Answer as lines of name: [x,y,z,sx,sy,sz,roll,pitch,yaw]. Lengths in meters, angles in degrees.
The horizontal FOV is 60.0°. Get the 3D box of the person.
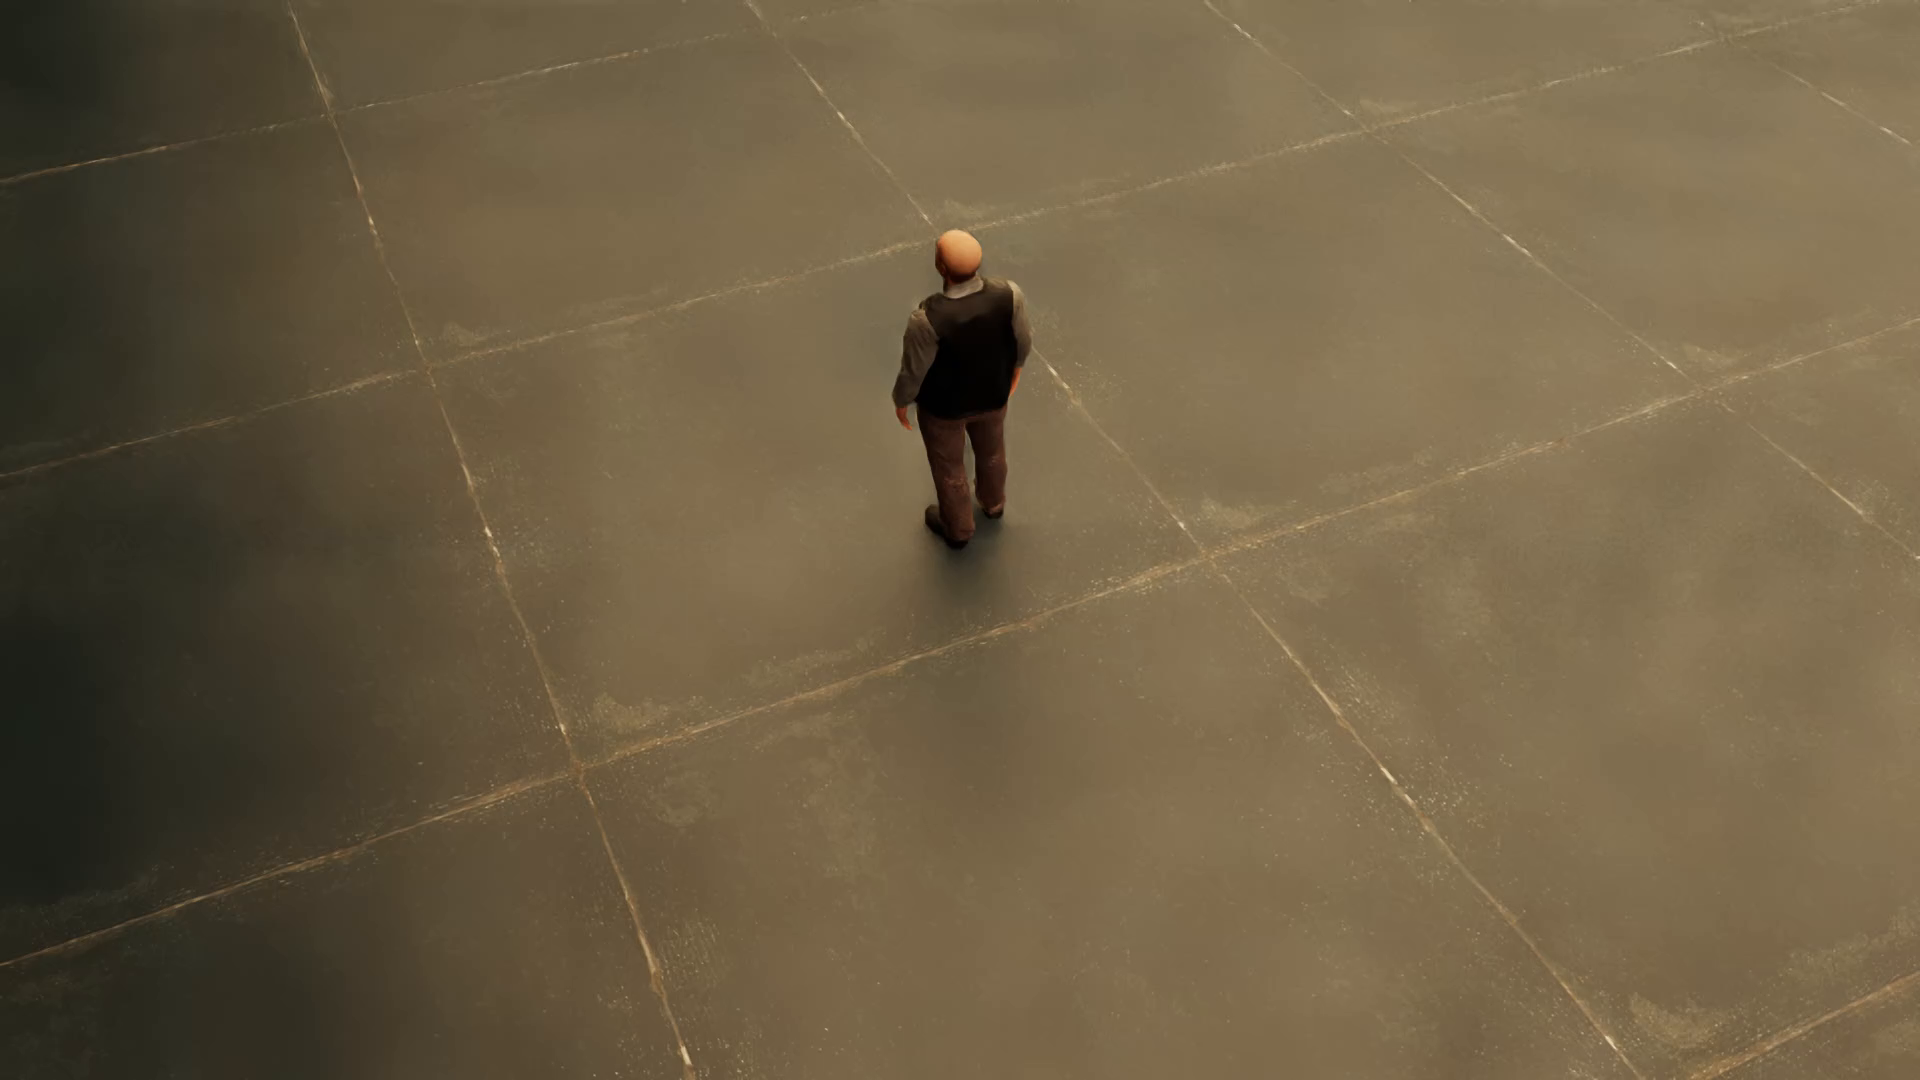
person: [-0.019,-0.675,7.280,0.632,1.720,0.567,-18,46,-18]
